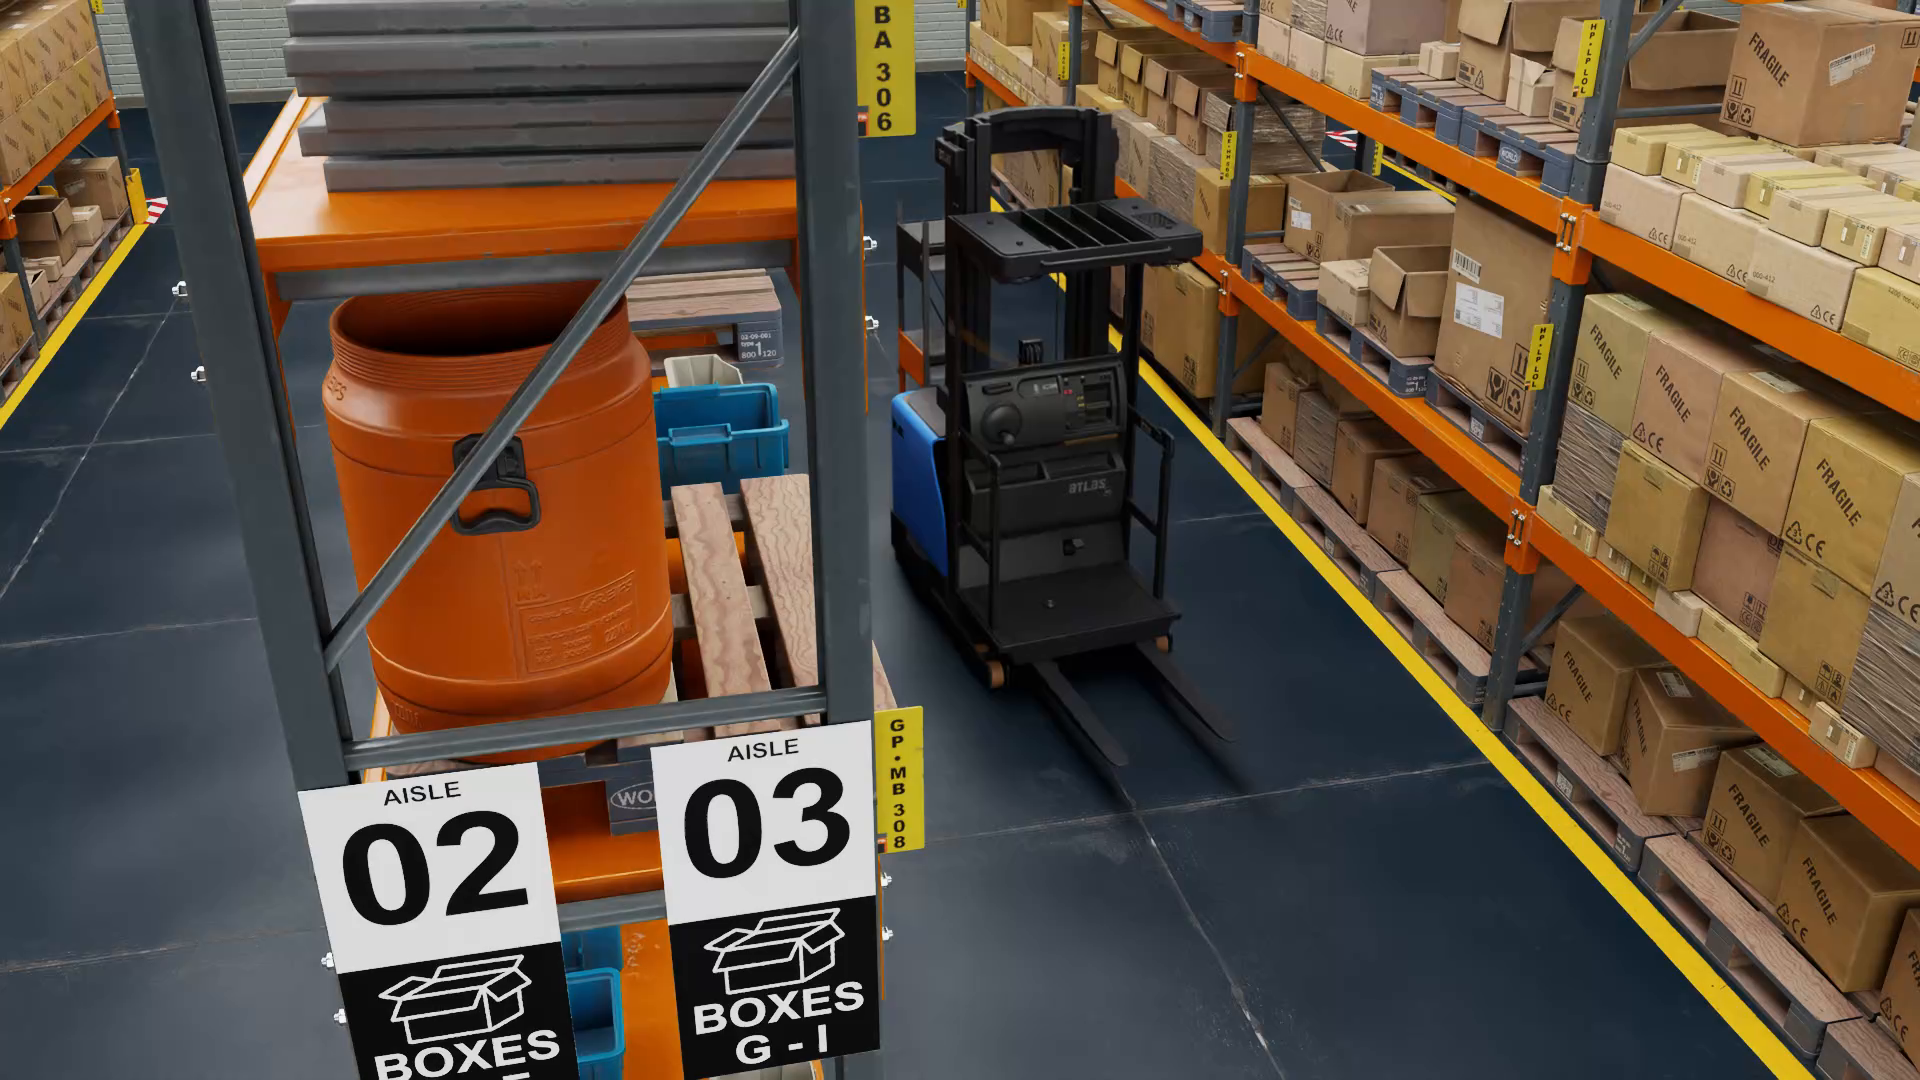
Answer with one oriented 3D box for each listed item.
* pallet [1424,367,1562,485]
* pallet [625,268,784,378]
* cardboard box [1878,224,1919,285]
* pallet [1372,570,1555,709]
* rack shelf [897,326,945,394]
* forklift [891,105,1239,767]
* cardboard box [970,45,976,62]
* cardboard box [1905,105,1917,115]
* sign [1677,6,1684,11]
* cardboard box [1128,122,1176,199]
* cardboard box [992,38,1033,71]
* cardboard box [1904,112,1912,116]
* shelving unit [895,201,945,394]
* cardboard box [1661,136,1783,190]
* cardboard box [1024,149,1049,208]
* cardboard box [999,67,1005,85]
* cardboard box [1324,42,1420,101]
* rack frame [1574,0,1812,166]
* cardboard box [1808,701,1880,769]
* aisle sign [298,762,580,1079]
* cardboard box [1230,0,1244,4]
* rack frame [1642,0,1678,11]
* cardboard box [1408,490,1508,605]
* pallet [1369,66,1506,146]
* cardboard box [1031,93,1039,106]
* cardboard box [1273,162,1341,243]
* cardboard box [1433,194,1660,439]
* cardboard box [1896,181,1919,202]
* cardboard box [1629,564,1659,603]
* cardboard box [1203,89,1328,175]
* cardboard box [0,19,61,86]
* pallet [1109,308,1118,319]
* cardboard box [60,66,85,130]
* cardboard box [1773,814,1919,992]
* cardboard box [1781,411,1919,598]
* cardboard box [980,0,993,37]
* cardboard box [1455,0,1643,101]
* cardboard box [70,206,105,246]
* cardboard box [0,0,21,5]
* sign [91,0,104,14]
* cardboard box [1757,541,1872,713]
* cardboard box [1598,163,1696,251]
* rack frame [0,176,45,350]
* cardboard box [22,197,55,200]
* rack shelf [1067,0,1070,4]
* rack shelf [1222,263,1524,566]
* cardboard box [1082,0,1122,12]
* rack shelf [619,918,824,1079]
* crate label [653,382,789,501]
[{"bbox_3d":[3.238,-0.666,8.953,1.003,0.211,1.213,-6,27,-12],"label":"pallet"},{"bbox_3d":[-1.299,-0.846,5.978,1.213,0.211,1.003,-6,27,-12],"label":"pallet"},{"bbox_3d":[3.463,-0.999,5.795,0.380,0.149,0.250,-5,27,-10],"label":"cardboard box"},{"bbox_3d":[3.091,0.502,9.521,1.003,0.211,1.213,-6,27,-12],"label":"pallet"},{"bbox_3d":[-0.117,-1.058,10.547,0.431,0.518,0.480,-9,28,-18],"label":"rack shelf"},{"bbox_3d":[0.552,-0.701,8.886,1.130,2.935,3.031,-9,28,-18],"label":"forklift"},{"bbox_3d":[0.323,-5.368,18.334,0.380,0.149,0.250,-6,27,-11],"label":"cardboard box"},{"bbox_3d":[10.881,-4.643,18.996,0.875,0.438,0.875,-7,28,-13],"label":"cardboard box"},{"bbox_3d":[6.861,-4.947,15.938,0.100,0.325,0.005,-6,27,-12],"label":"sign"},{"bbox_3d":[1.674,-3.064,13.380,0.500,0.500,0.500,-5,27,-11],"label":"cardboard box"},{"bbox_3d":[0.642,-5.048,17.259,0.500,0.250,0.500,-7,28,-13],"label":"cardboard box"},{"bbox_3d":[7.244,-3.298,13.107,0.380,0.149,0.250,-7,28,-13],"label":"cardboard box"},{"bbox_3d":[-0.117,-1.071,10.541,0.431,2.100,0.503,-9,28,-18],"label":"shelving unit"},{"bbox_3d":[3.168,-1.567,6.921,0.380,0.149,0.250,-7,28,-14],"label":"cardboard box"},{"bbox_3d":[1.192,-3.845,16.931,0.875,0.875,0.875,-6,27,-12],"label":"cardboard box"},{"bbox_3d":[0.615,-4.803,17.216,0.380,0.149,0.250,-6,27,-12],"label":"cardboard box"},{"bbox_3d":[2.465,-2.747,9.701,0.500,0.250,0.500,-5,27,-10],"label":"cardboard box"},{"bbox_3d":[3.268,-3.079,6.864,1.000,3.000,0.127,-6,27,-12],"label":"rack frame"},{"bbox_3d":[3.464,0.715,6.283,0.380,0.149,0.250,-6,27,-12],"label":"cardboard box"},{"bbox_3d":[-0.929,0.759,3.032,0.394,0.787,0.004,-6,27,-12],"label":"aisle sign"},{"bbox_3d":[2.159,-3.990,11.417,0.797,0.503,0.637,-4,27,-9],"label":"cardboard box"},{"bbox_3d":[6.321,-4.372,16.084,1.000,3.000,0.127,-6,27,-12],"label":"rack frame"},{"bbox_3d":[3.062,0.035,9.637,0.700,0.500,0.500,-6,27,-12],"label":"cardboard box"},{"bbox_3d":[2.996,-2.393,9.042,1.213,0.211,1.003,-6,27,-12],"label":"pallet"},{"bbox_3d":[0.904,-4.240,16.100,0.380,0.149,0.250,-5,27,-11],"label":"cardboard box"},{"bbox_3d":[2.522,-2.443,12.150,0.500,0.500,0.500,-5,27,-10],"label":"cardboard box"},{"bbox_3d":[3.226,-1.219,8.705,1.000,1.000,1.000,-6,27,-11],"label":"cardboard box"},{"bbox_3d":[3.809,-1.271,6.333,0.380,0.149,0.250,-5,27,-10],"label":"cardboard box"},{"bbox_3d":[3.216,0.163,7.377,0.380,0.149,0.250,-6,27,-12],"label":"cardboard box"},{"bbox_3d":[2.218,-2.972,12.085,0.797,0.503,0.637,-5,27,-10],"label":"cardboard box"},{"bbox_3d":[-8.368,-4.314,14.747,0.500,0.500,0.500,-5,27,-10],"label":"cardboard box"},{"bbox_3d":[1.713,-2.337,15.146,1.003,0.211,1.213,-6,27,-12],"label":"pallet"},{"bbox_3d":[-8.495,-4.093,15.420,0.500,0.500,0.500,-6,27,-11],"label":"cardboard box"},{"bbox_3d":[3.755,1.472,6.813,0.500,0.500,0.500,-3,27,-7],"label":"cardboard box"},{"bbox_3d":[3.472,-0.144,6.156,0.500,0.500,0.500,-6,27,-12],"label":"cardboard box"},{"bbox_3d":[0.522,-5.612,17.544,0.500,0.500,0.500,-7,28,-13],"label":"cardboard box"},{"bbox_3d":[3.046,-2.604,8.670,0.797,0.503,0.637,-5,27,-9],"label":"cardboard box"},{"bbox_3d":[-8.541,-3.000,15.928,0.500,0.250,0.500,-6,27,-12],"label":"cardboard box"},{"bbox_3d":[-9.245,-4.934,15.976,0.500,0.500,0.500,-5,27,-10],"label":"cardboard box"},{"bbox_3d":[-8.543,-5.370,16.425,0.100,0.325,0.005,-6,27,-12],"label":"sign"},{"bbox_3d":[3.671,0.281,6.422,0.875,0.500,0.500,-6,27,-12],"label":"cardboard box"},{"bbox_3d":[3.120,-1.450,7.131,0.500,0.250,0.500,-7,28,-14],"label":"cardboard box"},{"bbox_3d":[-8.187,-2.909,13.184,1.000,3.000,0.127,-6,27,-12],"label":"rack frame"},{"bbox_3d":[-9.129,-3.147,16.219,0.500,0.250,0.500,-6,27,-12],"label":"cardboard box"},{"bbox_3d":[1.015,-5.809,16.399,1.077,0.370,4.000,-6,27,-12],"label":"rack shelf"},{"bbox_3d":[2.818,-0.958,10.117,1.077,0.370,4.000,-6,27,-12],"label":"rack shelf"},{"bbox_3d":[1.381,-4.995,16.321,0.500,0.500,0.500,-7,28,-13],"label":"cardboard box"},{"bbox_3d":[-1.106,1.301,5.642,1.077,0.370,4.000,-6,27,-12],"label":"rack shelf"},{"bbox_3d":[-0.756,-0.270,4.792,0.502,0.251,0.408,-6,27,-12],"label":"crate label"}]
